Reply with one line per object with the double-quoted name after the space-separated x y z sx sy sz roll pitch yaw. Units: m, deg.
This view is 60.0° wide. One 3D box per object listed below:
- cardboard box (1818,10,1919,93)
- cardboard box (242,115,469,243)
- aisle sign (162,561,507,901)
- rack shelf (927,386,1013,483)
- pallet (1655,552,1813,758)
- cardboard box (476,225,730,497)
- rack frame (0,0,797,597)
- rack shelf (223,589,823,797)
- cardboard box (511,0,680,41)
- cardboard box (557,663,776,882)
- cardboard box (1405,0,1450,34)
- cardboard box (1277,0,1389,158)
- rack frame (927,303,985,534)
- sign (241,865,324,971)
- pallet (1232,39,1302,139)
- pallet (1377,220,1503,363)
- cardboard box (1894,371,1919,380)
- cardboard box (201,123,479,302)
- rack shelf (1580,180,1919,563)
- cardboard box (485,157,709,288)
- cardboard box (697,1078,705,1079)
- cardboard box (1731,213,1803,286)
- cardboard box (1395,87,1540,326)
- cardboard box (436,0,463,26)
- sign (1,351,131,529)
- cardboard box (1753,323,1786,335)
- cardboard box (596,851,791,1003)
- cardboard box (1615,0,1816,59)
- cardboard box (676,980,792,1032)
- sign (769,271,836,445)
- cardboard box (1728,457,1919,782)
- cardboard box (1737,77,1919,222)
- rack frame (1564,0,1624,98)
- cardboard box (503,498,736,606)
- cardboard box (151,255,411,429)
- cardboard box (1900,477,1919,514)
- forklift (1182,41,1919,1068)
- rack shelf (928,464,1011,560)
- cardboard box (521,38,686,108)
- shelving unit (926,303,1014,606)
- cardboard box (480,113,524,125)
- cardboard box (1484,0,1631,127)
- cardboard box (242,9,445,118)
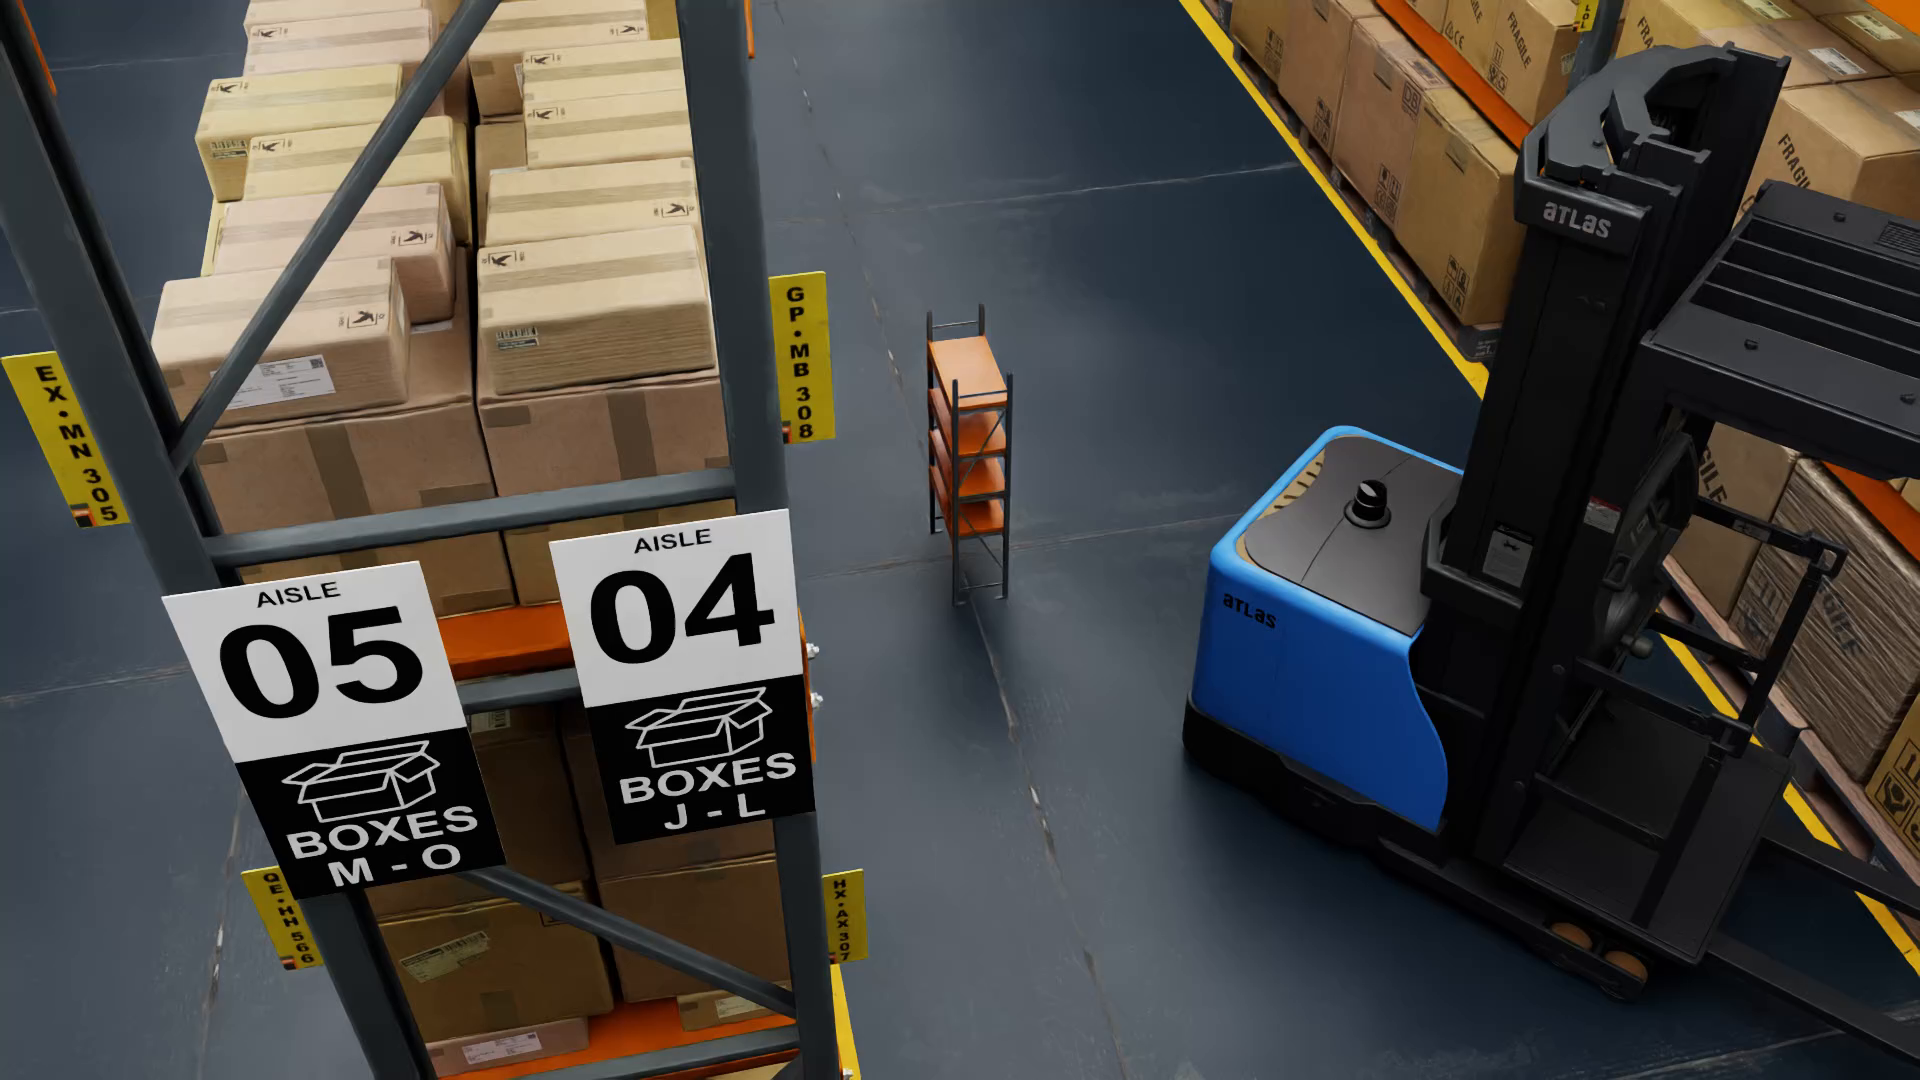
3.678 -1.750 6.567 0.500 0.500 0.500 -8 42 -9 "cardboard box"
-1.160 -0.676 3.211 0.380 0.149 0.250 -10 42 -11 "cardboard box"
-1.065 0.357 2.912 0.394 0.787 0.004 -8 42 -9 "aisle sign"
0.036 -0.458 6.909 0.258 0.148 0.480 -8 42 -9 "rack shelf"
3.568 0.340 6.990 1.003 0.211 1.213 -8 42 -9 "pallet"
-0.631 -0.342 3.134 0.500 0.250 0.500 -8 42 -9 "cardboard box"
-0.788 -1.005 1.885 1.000 3.000 0.127 -8 42 -9 "rack frame"
-1.220 -0.910 4.580 1.077 0.370 4.000 -8 42 -9 "rack shelf"
-0.835 -1.254 3.861 0.380 0.149 0.250 -7 42 -8 "cardboard box"
-0.626 0.387 3.783 0.500 0.500 0.500 -9 42 -10 "cardboard box"
2.626 -2.960 8.532 0.500 0.500 0.500 -9 42 -10 "cardboard box"
2.664 -2.925 9.852 1.225 0.875 0.875 -8 42 -9 "cardboard box"
-0.017 -0.500 7.191 0.240 1.200 0.015 -8 42 -9 "rack frame"
-1.334 0.754 3.312 0.100 0.325 0.005 -8 42 -9 "sign"
2.447 -3.027 10.783 1.003 0.211 1.213 -8 42 -9 "pallet"
2.973 -1.446 9.001 1.003 0.211 1.213 -8 42 -9 "pallet"
3.494 -0.396 5.608 0.500 0.250 0.500 -10 43 -11 "cardboard box"
-1.247 -0.607 3.433 0.500 0.250 0.500 -9 42 -10 "cardboard box"
3.645 -0.434 6.303 1.077 0.370 4.000 -8 42 -9 "rack shelf"
-0.673 -0.573 3.095 0.380 0.149 0.250 -7 42 -8 "cardboard box"
-0.650 1.660 5.009 0.380 0.149 0.250 -7 42 -7 "cardboard box"
3.279 -1.054 6.349 0.500 0.250 0.500 -7 42 -8 "cardboard box"
3.056 -1.774 8.554 1.225 0.875 0.875 -8 42 -9 "cardboard box"
-1.453 -1.268 4.178 0.500 0.250 0.500 -10 43 -11 "cardboard box"
-1.334 -0.148 2.512 0.100 0.325 0.005 -8 42 -9 "sign"
3.233 -0.826 6.392 0.380 0.149 0.250 -8 42 -9 "cardboard box"
-0.615 0.760 4.117 0.500 0.500 0.500 -6 42 -7 "cardboard box"
3.067 -1.988 6.835 0.500 0.500 0.500 -8 42 -9 "cardboard box"
-0.538 1.076 4.249 0.380 0.149 0.250 -9 42 -10 "cardboard box"
-0.258 -0.288 2.678 0.100 0.325 0.005 -8 42 -9 "sign"
3.664 0.238 6.288 0.875 0.875 0.875 -8 42 -9 "cardboard box"
3.283 -1.331 6.095 0.500 0.500 0.500 -10 42 -11 "cardboard box"
3.214 -1.999 7.524 1.000 3.000 0.127 -8 42 -9 "rack frame"
-0.635 -0.154 3.300 0.500 0.250 0.500 -7 42 -8 "cardboard box"
-1.147 -0.336 2.828 0.380 0.149 0.250 -9 42 -10 "cardboard box"
3.457 -0.158 5.639 0.380 0.149 0.250 -9 42 -10 "cardboard box"
2.355 0.083 5.230 3.031 2.935 1.130 27 48 27 "forklift"
0.036 -0.143 7.189 0.258 0.148 0.480 -8 42 -9 "rack shelf"
-0.712 -0.917 3.482 0.380 0.149 0.250 -8 42 -9 "cardboard box"
0.036 -0.341 7.013 0.258 1.200 0.503 -8 42 -9 "shelving unit"
-0.840 -1.003 3.879 0.500 0.250 0.500 -8 42 -9 "cardboard box"
2.846 -2.301 7.789 0.500 0.500 0.500 -8 42 -9 "cardboard box"
-1.319 -1.005 3.581 0.380 0.149 0.250 -9 42 -10 "cardboard box"
